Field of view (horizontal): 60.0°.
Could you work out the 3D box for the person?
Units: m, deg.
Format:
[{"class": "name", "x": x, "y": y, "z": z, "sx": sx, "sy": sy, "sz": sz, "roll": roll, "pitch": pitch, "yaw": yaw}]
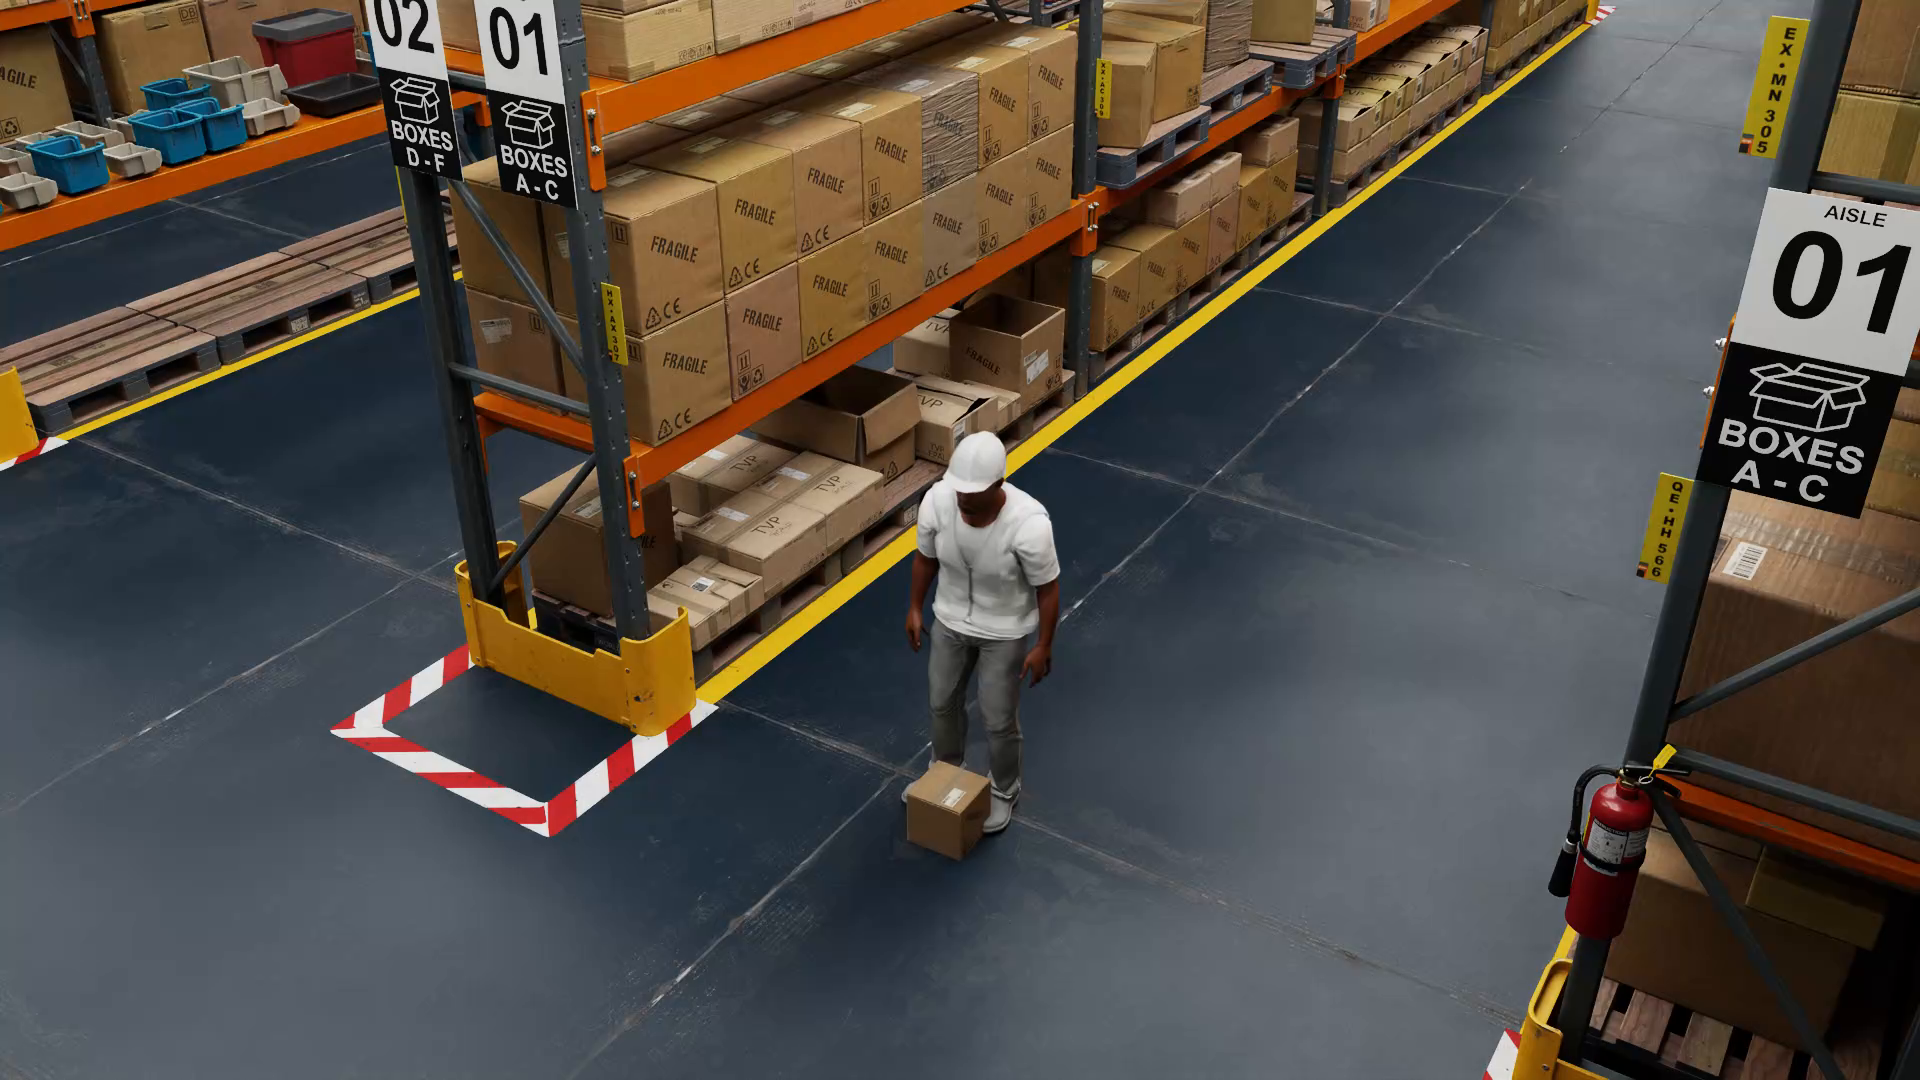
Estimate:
[{"class": "person", "x": 0.074, "y": 0.347, "z": 6.520, "sx": 0.633, "sy": 1.759, "sz": 0.462, "roll": 15, "pitch": 34, "yaw": 24}]
